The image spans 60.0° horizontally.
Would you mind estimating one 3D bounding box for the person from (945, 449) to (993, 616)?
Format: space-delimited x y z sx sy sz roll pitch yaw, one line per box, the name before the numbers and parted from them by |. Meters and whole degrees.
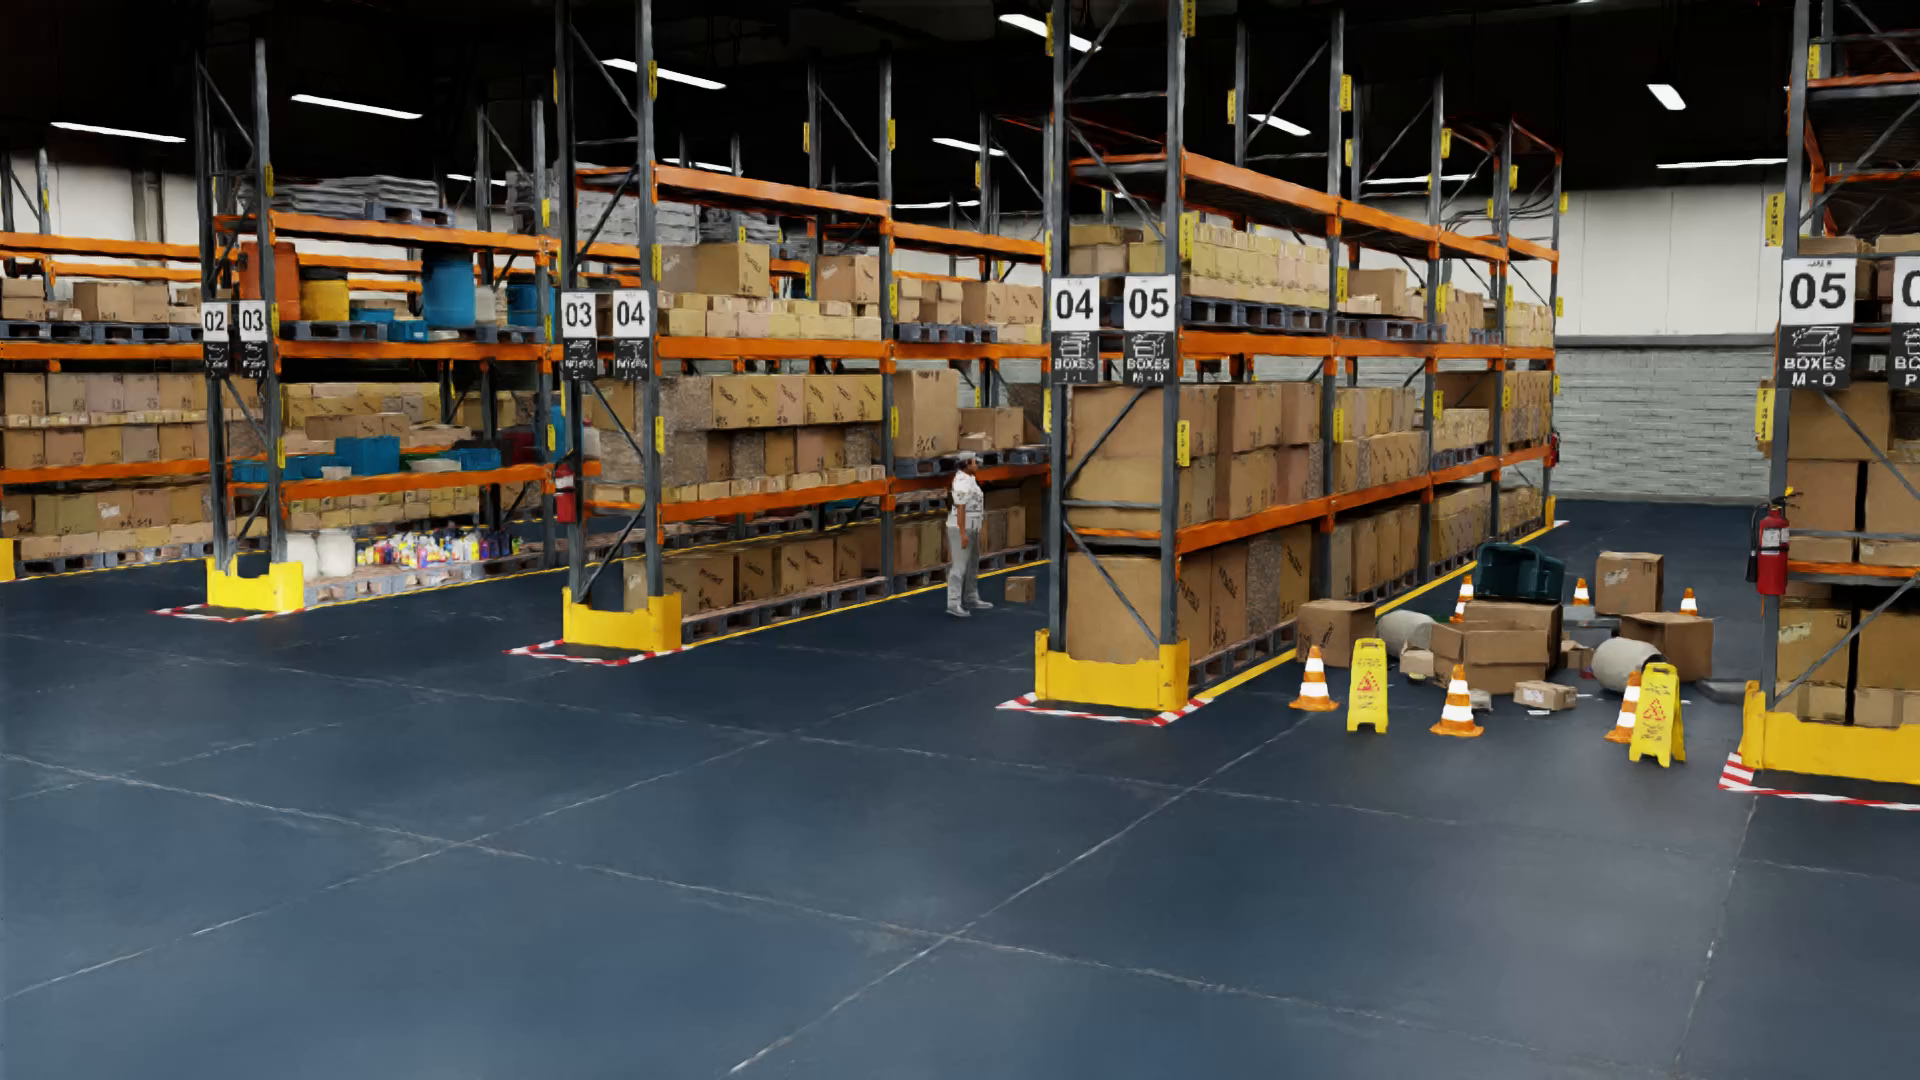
person | 0.084 -0.086 16.956 0.470 1.672 0.562 1 6 9
